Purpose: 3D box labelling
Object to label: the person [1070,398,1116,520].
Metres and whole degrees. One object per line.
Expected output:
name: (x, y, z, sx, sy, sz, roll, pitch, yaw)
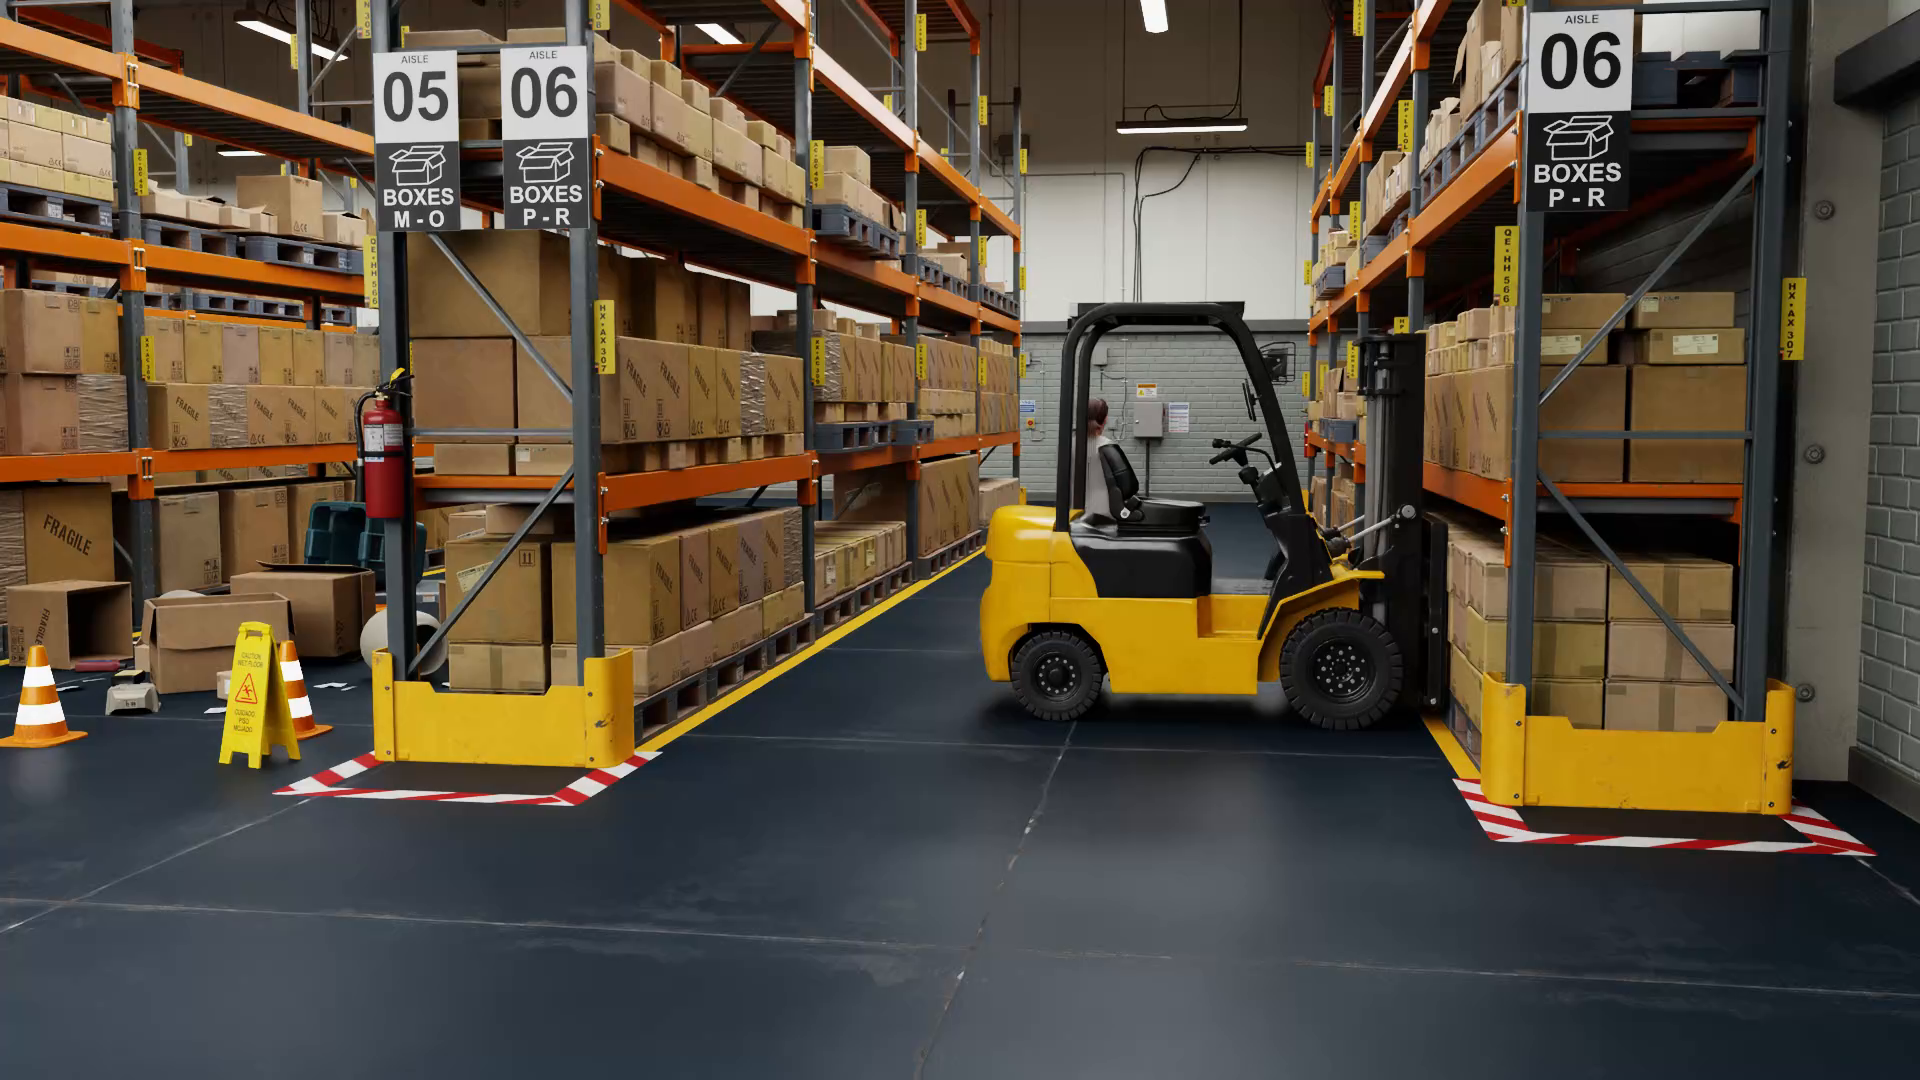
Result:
person: (0.972, -0.143, 11.558, 0.467, 1.687, 0.458, -5, 6, -45)
